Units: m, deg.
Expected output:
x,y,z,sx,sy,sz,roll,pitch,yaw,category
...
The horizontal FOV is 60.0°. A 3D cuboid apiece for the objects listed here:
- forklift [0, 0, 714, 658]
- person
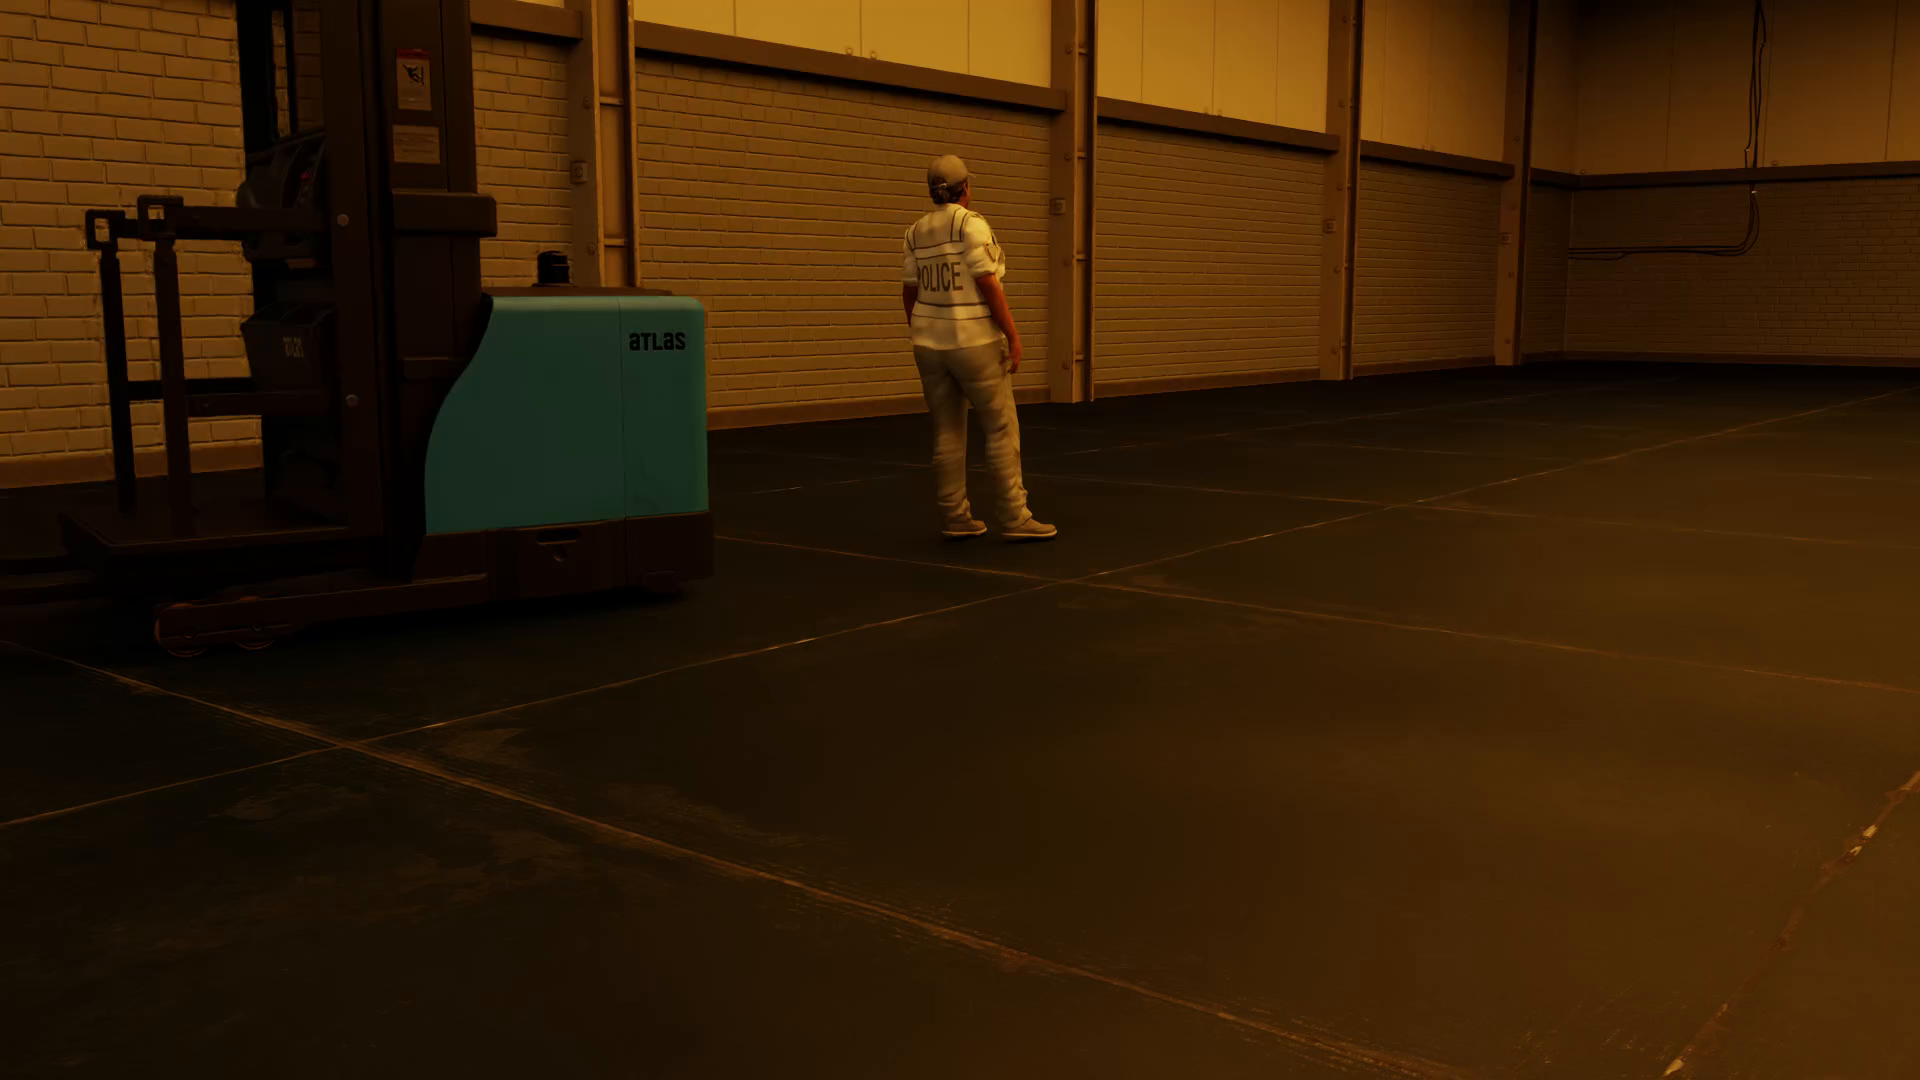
x,y,z,sx,sy,sz,roll,pitch,yaw,category
-2.391,-1.183,5.365,3.031,2.935,1.130,-6,10,-35,forklift
0.066,-0.839,7.328,0.598,1.670,0.529,7,11,38,person
